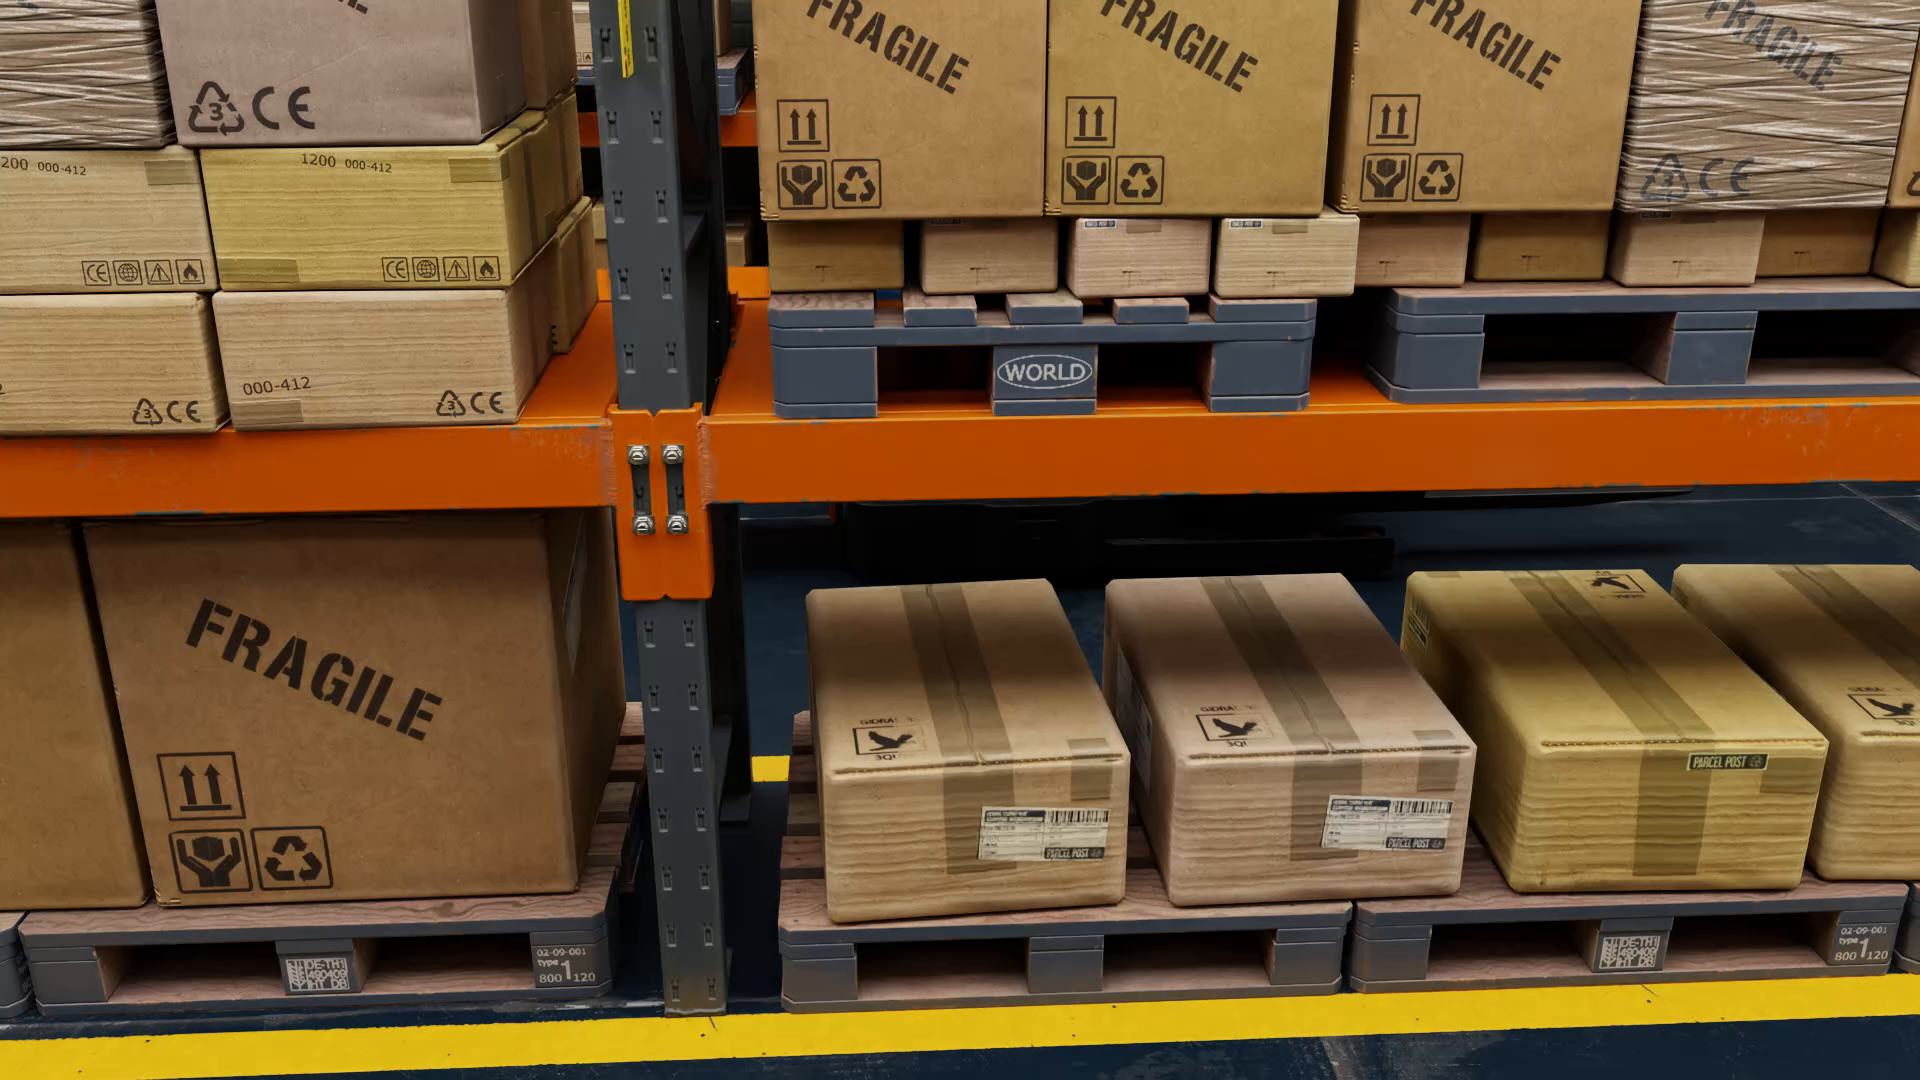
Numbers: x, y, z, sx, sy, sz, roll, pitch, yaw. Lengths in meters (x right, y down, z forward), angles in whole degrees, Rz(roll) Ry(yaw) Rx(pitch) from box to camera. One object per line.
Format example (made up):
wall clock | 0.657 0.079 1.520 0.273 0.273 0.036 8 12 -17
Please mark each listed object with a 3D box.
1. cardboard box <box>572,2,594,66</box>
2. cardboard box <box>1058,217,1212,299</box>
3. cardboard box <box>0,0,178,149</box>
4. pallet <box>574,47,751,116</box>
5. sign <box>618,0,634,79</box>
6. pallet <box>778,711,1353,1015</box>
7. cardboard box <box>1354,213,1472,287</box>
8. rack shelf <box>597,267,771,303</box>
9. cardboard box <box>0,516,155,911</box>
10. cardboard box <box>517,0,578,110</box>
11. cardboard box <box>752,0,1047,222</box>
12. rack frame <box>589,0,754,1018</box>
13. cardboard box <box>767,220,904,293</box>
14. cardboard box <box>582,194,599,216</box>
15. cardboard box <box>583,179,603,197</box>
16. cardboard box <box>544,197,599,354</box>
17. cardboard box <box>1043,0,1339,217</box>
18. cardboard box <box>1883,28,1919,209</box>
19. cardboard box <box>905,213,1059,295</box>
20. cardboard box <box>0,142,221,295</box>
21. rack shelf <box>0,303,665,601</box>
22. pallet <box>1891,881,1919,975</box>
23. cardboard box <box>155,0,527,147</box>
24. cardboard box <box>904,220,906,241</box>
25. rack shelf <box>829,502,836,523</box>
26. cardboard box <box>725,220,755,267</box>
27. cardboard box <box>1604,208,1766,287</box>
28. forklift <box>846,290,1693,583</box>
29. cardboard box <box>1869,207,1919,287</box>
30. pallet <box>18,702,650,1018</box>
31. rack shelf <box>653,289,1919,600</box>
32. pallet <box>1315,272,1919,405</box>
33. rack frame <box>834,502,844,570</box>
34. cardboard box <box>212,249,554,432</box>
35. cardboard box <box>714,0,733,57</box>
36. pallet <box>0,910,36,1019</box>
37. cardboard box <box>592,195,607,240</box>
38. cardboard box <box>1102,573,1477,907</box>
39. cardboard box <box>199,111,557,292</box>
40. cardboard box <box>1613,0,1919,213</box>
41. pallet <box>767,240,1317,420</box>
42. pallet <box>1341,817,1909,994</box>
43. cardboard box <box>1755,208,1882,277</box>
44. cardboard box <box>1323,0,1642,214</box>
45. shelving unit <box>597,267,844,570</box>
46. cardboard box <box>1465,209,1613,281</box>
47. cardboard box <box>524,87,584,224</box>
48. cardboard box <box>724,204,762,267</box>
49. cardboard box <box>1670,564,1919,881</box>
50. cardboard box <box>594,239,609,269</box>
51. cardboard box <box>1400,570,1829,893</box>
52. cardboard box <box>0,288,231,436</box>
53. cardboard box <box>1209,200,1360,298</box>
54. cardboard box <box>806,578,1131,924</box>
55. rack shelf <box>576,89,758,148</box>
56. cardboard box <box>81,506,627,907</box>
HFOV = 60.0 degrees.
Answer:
cardboard box | -1.906 -2.331 7.647 0.500 0.250 0.500 -2 21 -6
cardboard box | 0.311 -0.580 3.192 0.250 0.149 0.380 -3 21 -7
cardboard box | -1.597 -0.975 2.920 0.500 0.500 0.500 -1 21 -2
pallet | -1.544 -2.212 7.986 1.003 0.211 1.213 -1 21 -3
sign | -0.549 -0.922 2.699 0.005 0.325 0.100 -1 21 -3
pallet | 0.196 0.710 3.959 1.213 0.211 1.003 -1 21 -3
cardboard box | 0.823 -0.611 3.273 0.250 0.149 0.380 0 21 0
rack shelf | -0.949 -0.770 5.741 1.000 0.278 0.538 -2 21 -4
cardboard box | -2.169 0.220 3.723 0.875 0.875 0.875 -1 21 -2
cardboard box | -1.091 -1.169 3.429 0.500 0.500 0.500 -2 21 -5
cardboard box | -0.122 -0.887 3.085 0.500 0.500 0.500 -2 21 -5
rack frame | -0.584 -0.578 3.422 0.127 3.000 1.000 -1 21 -3
cardboard box | -0.249 -0.597 3.236 0.250 0.149 0.380 -2 21 -6
cardboard box | -1.886 -1.566 8.029 0.250 0.149 0.380 -2 21 -5
cardboard box | -1.920 -1.743 8.494 0.250 0.149 0.380 -1 21 -2
cardboard box | -1.087 -0.587 3.658 0.500 0.250 0.500 -2 21 -4
cardboard box | 0.398 -0.900 3.120 0.500 0.500 0.500 0 21 0
cardboard box | 1.951 -0.931 3.202 0.500 0.500 0.500 0 21 -1
cardboard box | 0.035 -0.591 3.220 0.250 0.149 0.380 -2 21 -6
cardboard box | -1.565 -0.629 3.066 0.500 0.250 0.500 -2 21 -4
rack shelf | -2.581 -0.201 3.444 4.000 0.370 1.077 -1 21 -3
pallet | 2.632 0.661 4.089 1.213 0.211 1.003 -1 21 -3
cardboard box | -1.086 -0.988 2.955 0.500 0.500 0.500 -2 21 -5
cardboard box | -0.007 -0.778 3.711 0.250 0.149 0.380 -1 21 -2
rack shelf | -0.949 -0.268 5.932 1.000 0.278 0.538 -2 21 -4
cardboard box | -1.281 -1.284 8.200 0.500 0.500 0.500 -1 21 -1
cardboard box | 1.367 -0.613 3.277 0.250 0.149 0.380 -1 21 -1
forklift | 1.095 -1.417 5.722 3.031 2.935 1.130 -2 21 -4
cardboard box | 1.892 -0.614 3.280 0.250 0.149 0.380 -1 21 -3
pallet | -1.376 0.715 3.947 1.213 0.211 1.003 -1 21 -3
rack shelf | 1.412 -0.282 3.657 4.000 0.370 1.077 -1 21 -3
pallet | 1.390 -0.543 3.600 1.213 0.211 1.003 -1 21 -3
rack frame | -0.442 -0.510 5.880 0.032 1.125 0.500 -2 21 -4
cardboard box | -1.074 -0.405 3.180 0.500 0.250 0.500 -2 21 -5
cardboard box | -1.394 -2.629 8.079 0.500 0.500 0.500 0 21 -1
pallet | -2.591 0.738 3.885 1.213 0.211 1.003 -1 21 -3
cardboard box | -1.621 -1.555 8.002 0.250 0.149 0.380 -2 21 -6
cardboard box | 0.717 0.428 3.883 0.625 0.372 0.950 -2 21 -4
cardboard box | -1.053 -0.641 3.097 0.500 0.250 0.500 -1 21 -3
cardboard box | 1.428 -0.920 3.173 0.500 0.500 0.500 -2 21 -5
pallet | 0.121 -0.540 3.594 1.003 0.211 1.213 -1 21 -3
pallet | 1.411 0.686 4.021 1.213 0.211 1.003 -1 21 -3
cardboard box | 1.623 -0.645 3.362 0.250 0.149 0.380 -2 21 -5
cardboard box | 0.928 -0.913 3.154 0.500 0.500 0.500 -1 21 -2
shelving unit | -0.949 -0.497 5.845 1.048 1.125 0.538 -2 21 -4
cardboard box | 1.103 -0.631 3.324 0.250 0.149 0.380 0 21 -1
cardboard box | -1.104 -0.819 3.564 0.500 0.250 0.500 -1 21 -3
cardboard box | -1.308 -1.460 8.663 0.500 0.500 0.500 0 21 -1
cardboard box | 2.168 0.400 3.957 0.625 0.372 0.950 0 21 0
cardboard box | -1.781 -1.277 8.184 0.500 0.500 0.500 -1 21 -4
cardboard box | 1.474 0.415 3.918 0.625 0.372 0.950 0 21 -1
cardboard box | -1.583 -0.389 3.138 0.500 0.250 0.500 -1 21 -2
cardboard box | 0.587 -0.578 3.187 0.250 0.149 0.380 -1 21 -3
cardboard box | -0.020 0.446 3.836 0.625 0.372 0.950 -3 21 -7
rack shelf | -2.868 -1.964 8.075 4.000 0.370 1.077 -1 21 -3
cardboard box | -1.279 0.204 3.766 0.875 0.875 0.875 -1 21 -4
